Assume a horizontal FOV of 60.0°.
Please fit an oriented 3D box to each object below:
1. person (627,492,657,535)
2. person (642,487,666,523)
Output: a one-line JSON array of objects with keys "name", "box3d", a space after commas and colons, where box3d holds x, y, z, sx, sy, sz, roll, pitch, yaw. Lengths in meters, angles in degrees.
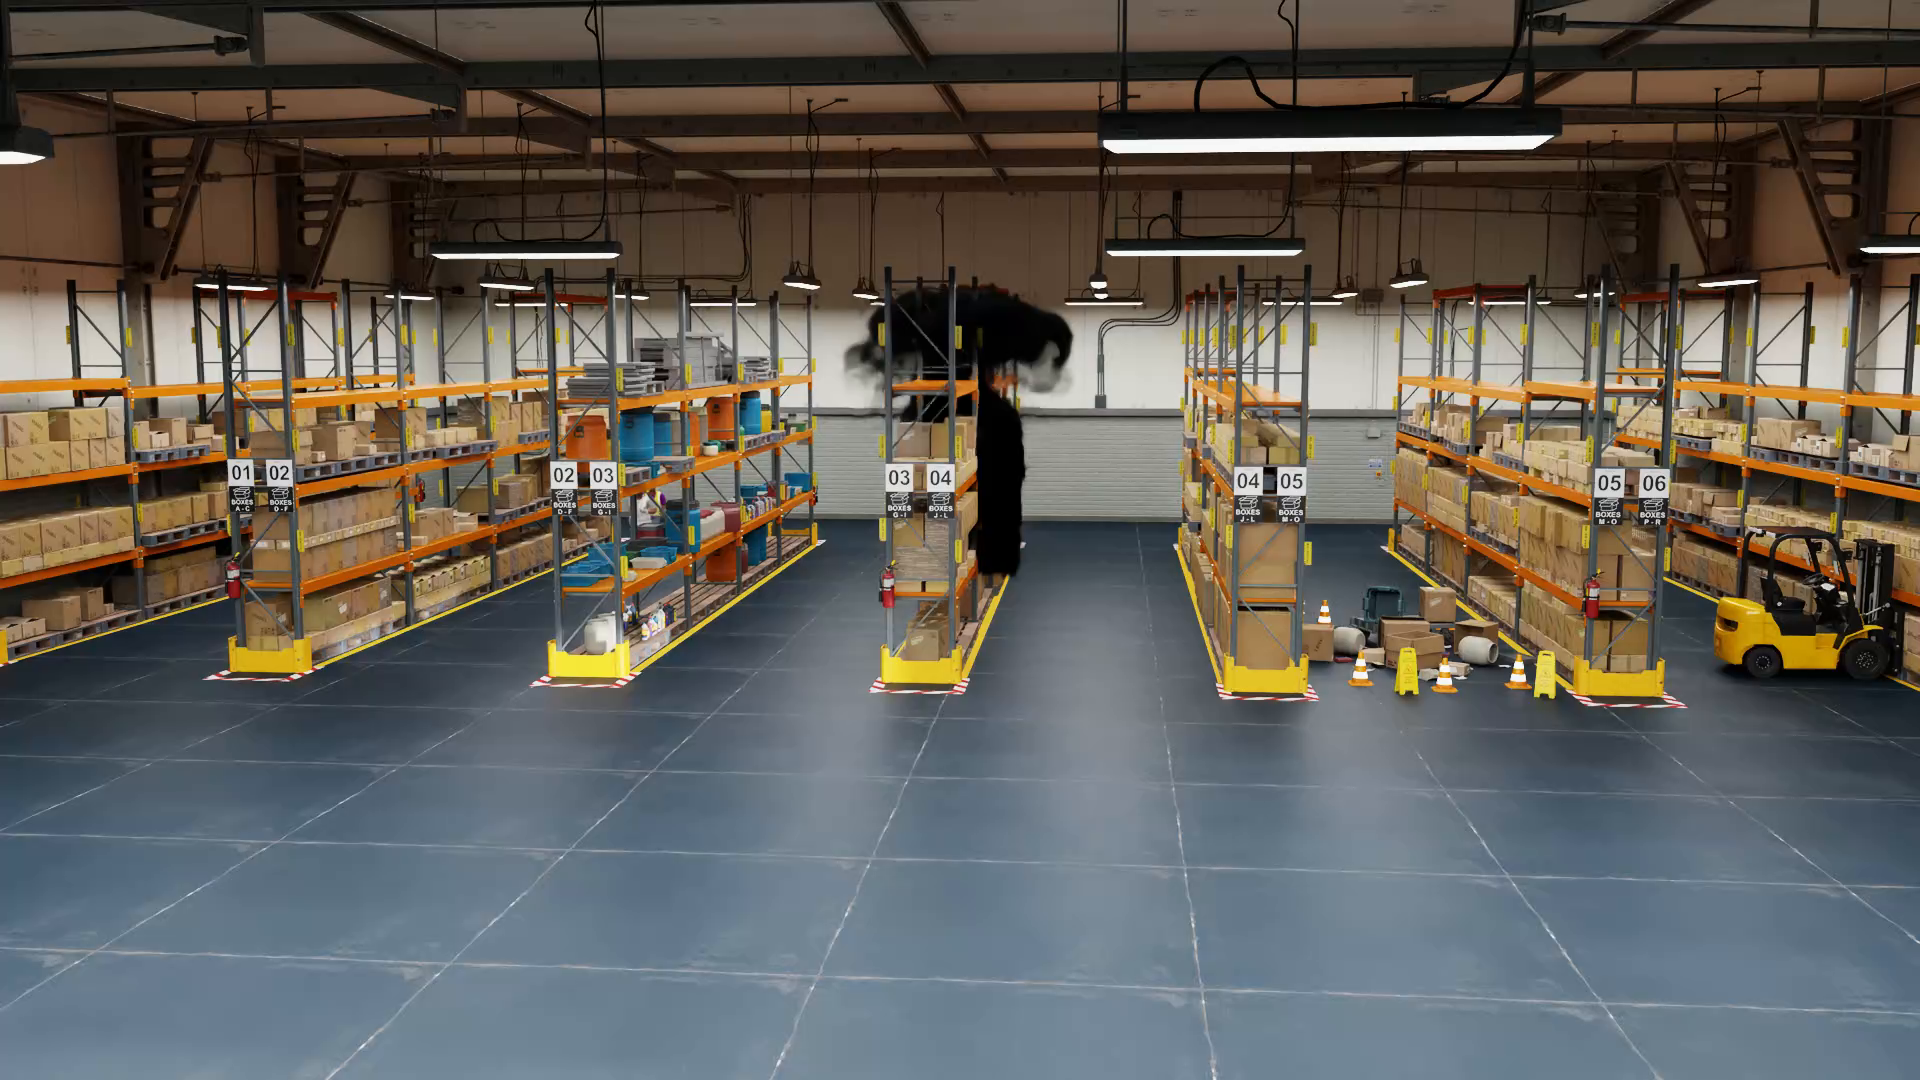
[{"name": "person", "box3d": [-6.436, -0.247, 33.627, 0.652, 1.861, 0.789, 0, 7, 0]}, {"name": "person", "box3d": [-7.163, -0.552, 38.771, 0.646, 1.705, 0.606, -2, 7, -18]}]
